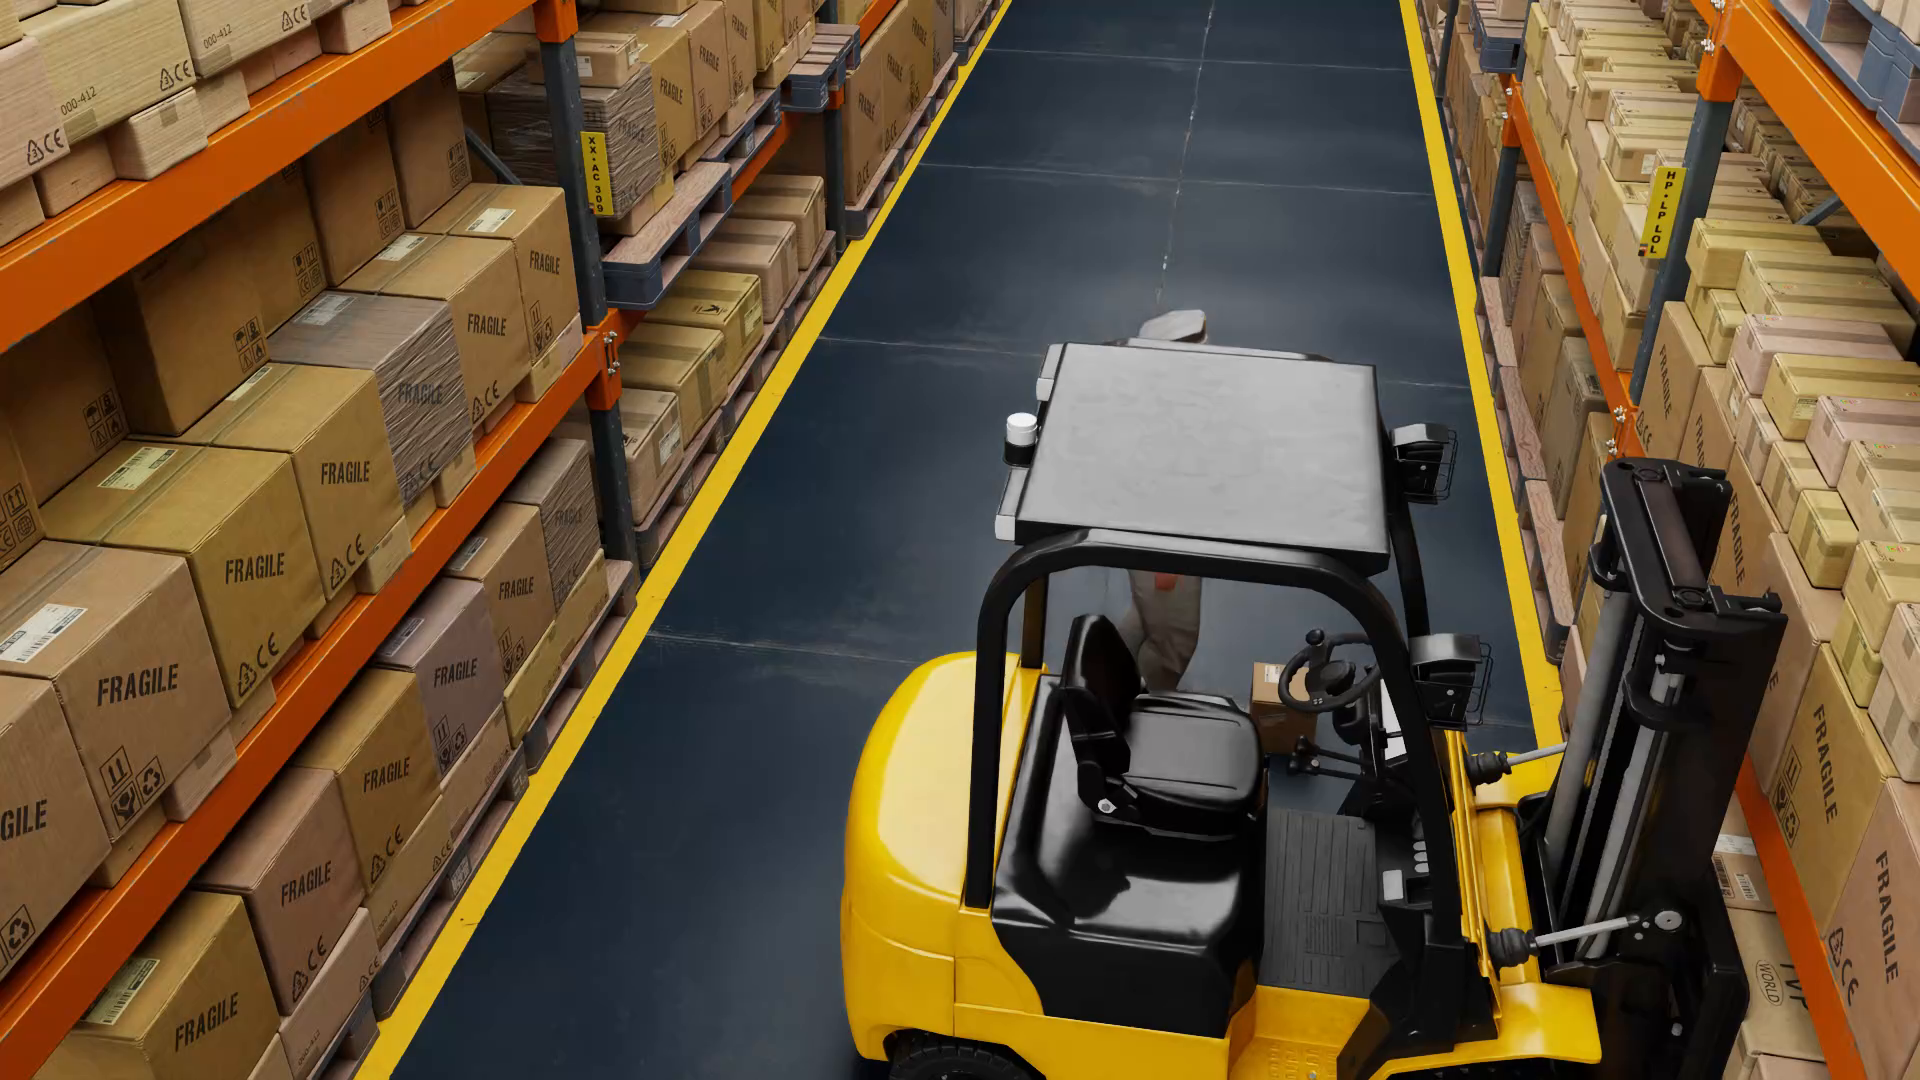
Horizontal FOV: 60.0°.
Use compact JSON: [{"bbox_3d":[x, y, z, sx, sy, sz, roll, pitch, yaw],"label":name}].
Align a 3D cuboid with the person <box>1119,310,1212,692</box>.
[{"bbox_3d":[0.789,-0.018,6.163,0.420,1.777,0.526,6,33,9],"label":"person"}]
